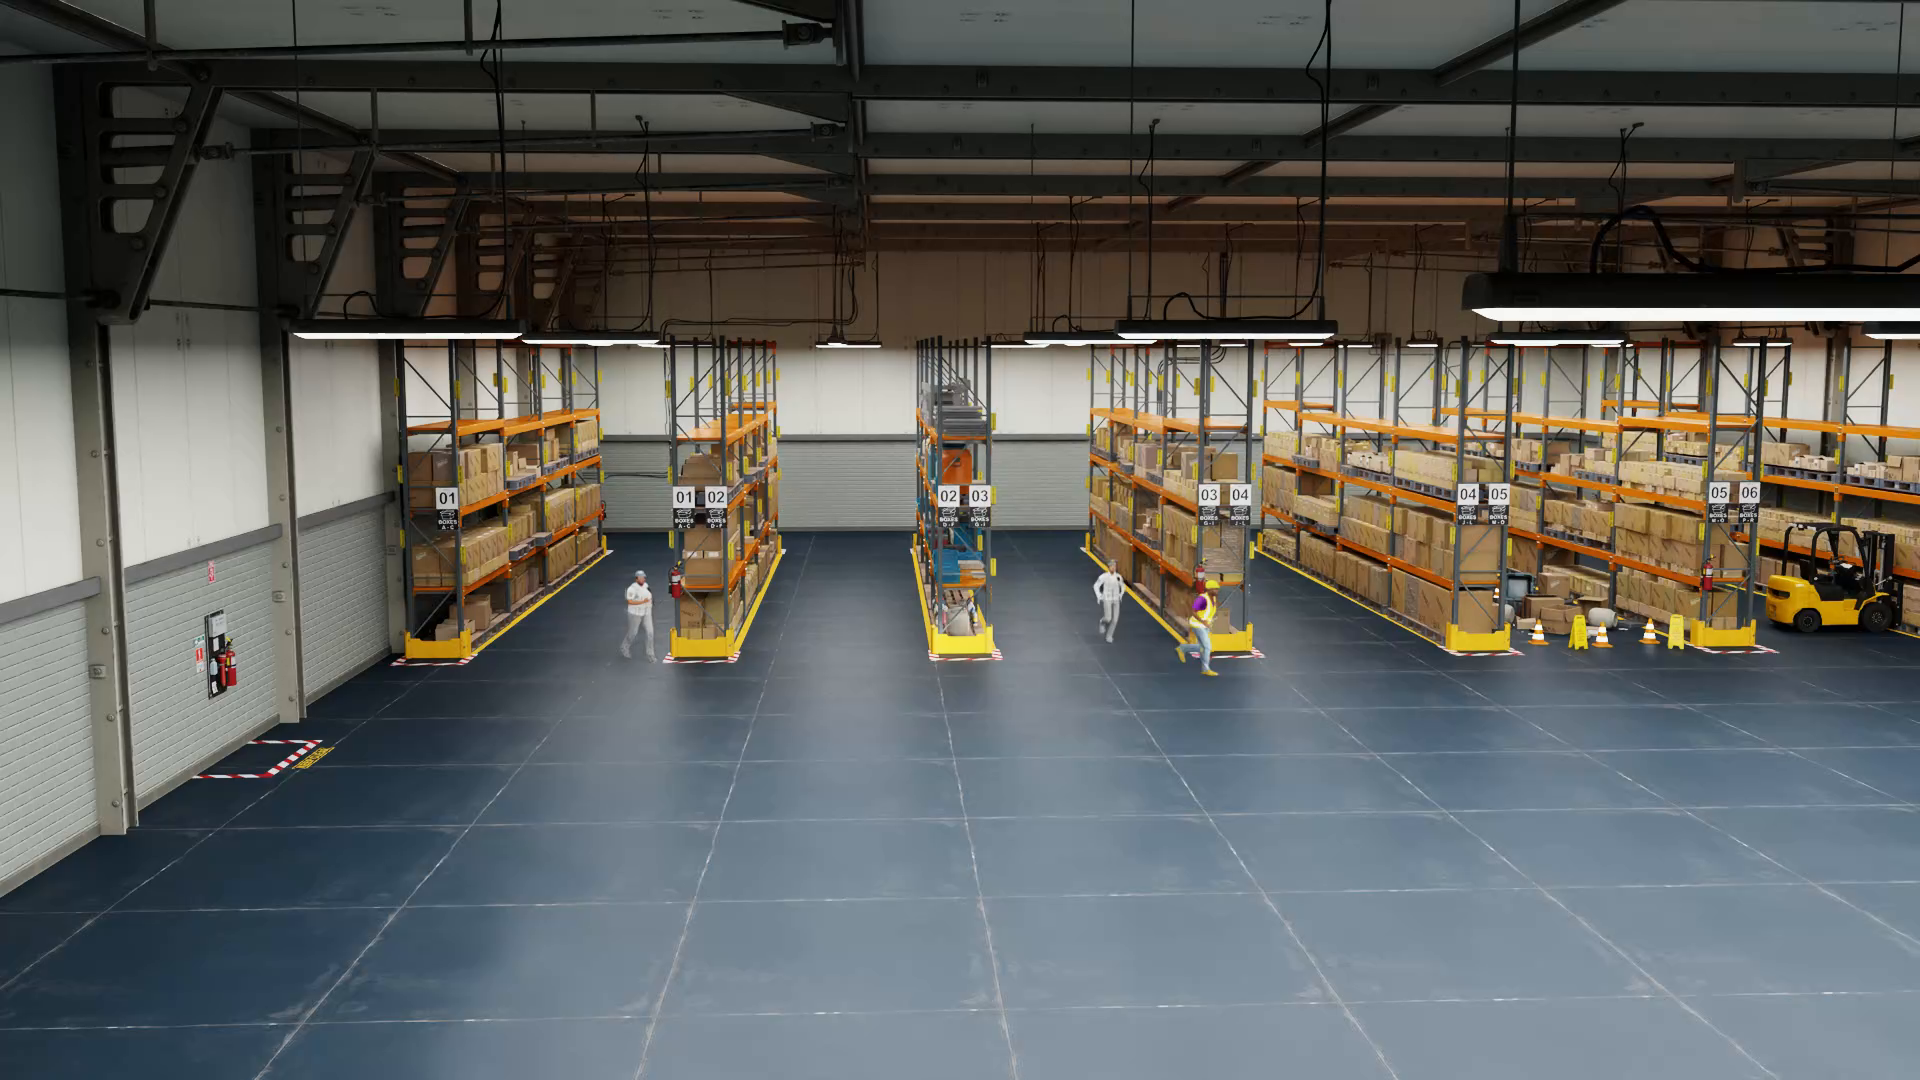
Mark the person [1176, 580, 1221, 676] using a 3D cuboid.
[{"bbox_3d":[4.213,1.542,29.515,0.872,1.707,0.671,5,8,36],"label":"person"}]

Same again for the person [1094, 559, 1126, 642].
[{"bbox_3d":[2.984,1.188,32.842,0.629,1.652,0.555,-1,7,-11],"label":"person"}]

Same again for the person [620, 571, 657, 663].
[{"bbox_3d":[-5.939,1.399,30.709,0.909,1.680,0.590,6,9,43],"label":"person"}]
